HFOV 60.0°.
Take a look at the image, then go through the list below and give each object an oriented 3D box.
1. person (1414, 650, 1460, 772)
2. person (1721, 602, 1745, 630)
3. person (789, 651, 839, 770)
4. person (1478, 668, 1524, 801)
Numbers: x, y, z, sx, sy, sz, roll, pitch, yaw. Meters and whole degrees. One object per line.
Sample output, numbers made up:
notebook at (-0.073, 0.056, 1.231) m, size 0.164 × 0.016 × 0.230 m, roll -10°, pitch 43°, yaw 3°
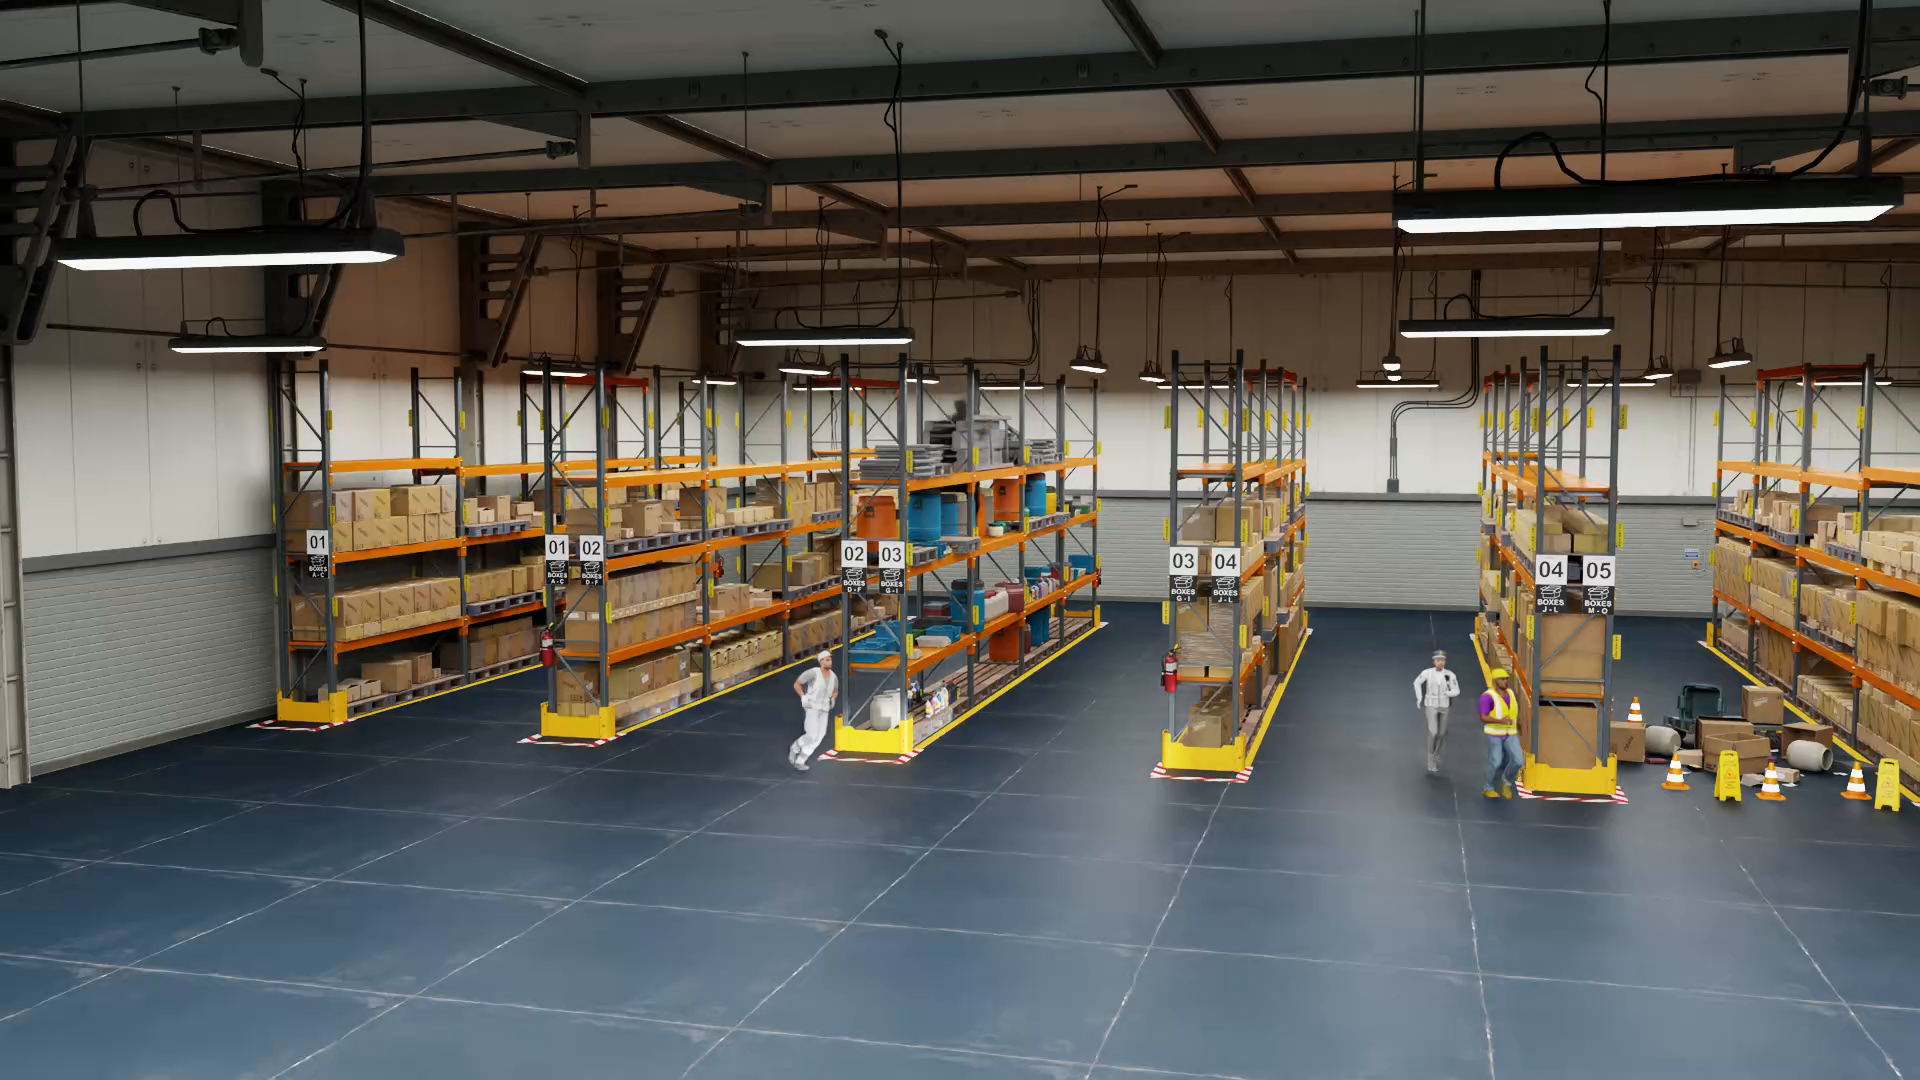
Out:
person at (6.865, 2.444, 23.916) m, size 0.585 × 1.751 × 0.730 m, roll 0°, pitch 4°, yaw 4°
person at (17.657, 1.387, 37.927) m, size 0.740 × 1.744 × 1.046 m, roll -4°, pitch 6°, yaw -43°
person at (-2.048, 2.431, 23.879) m, size 0.722 × 1.690 × 0.595 m, roll -3°, pitch 5°, yaw -38°
person at (7.115, 2.554, 21.784) m, size 0.676 × 1.746 × 0.671 m, roll -1°, pitch 4°, yaw -14°
